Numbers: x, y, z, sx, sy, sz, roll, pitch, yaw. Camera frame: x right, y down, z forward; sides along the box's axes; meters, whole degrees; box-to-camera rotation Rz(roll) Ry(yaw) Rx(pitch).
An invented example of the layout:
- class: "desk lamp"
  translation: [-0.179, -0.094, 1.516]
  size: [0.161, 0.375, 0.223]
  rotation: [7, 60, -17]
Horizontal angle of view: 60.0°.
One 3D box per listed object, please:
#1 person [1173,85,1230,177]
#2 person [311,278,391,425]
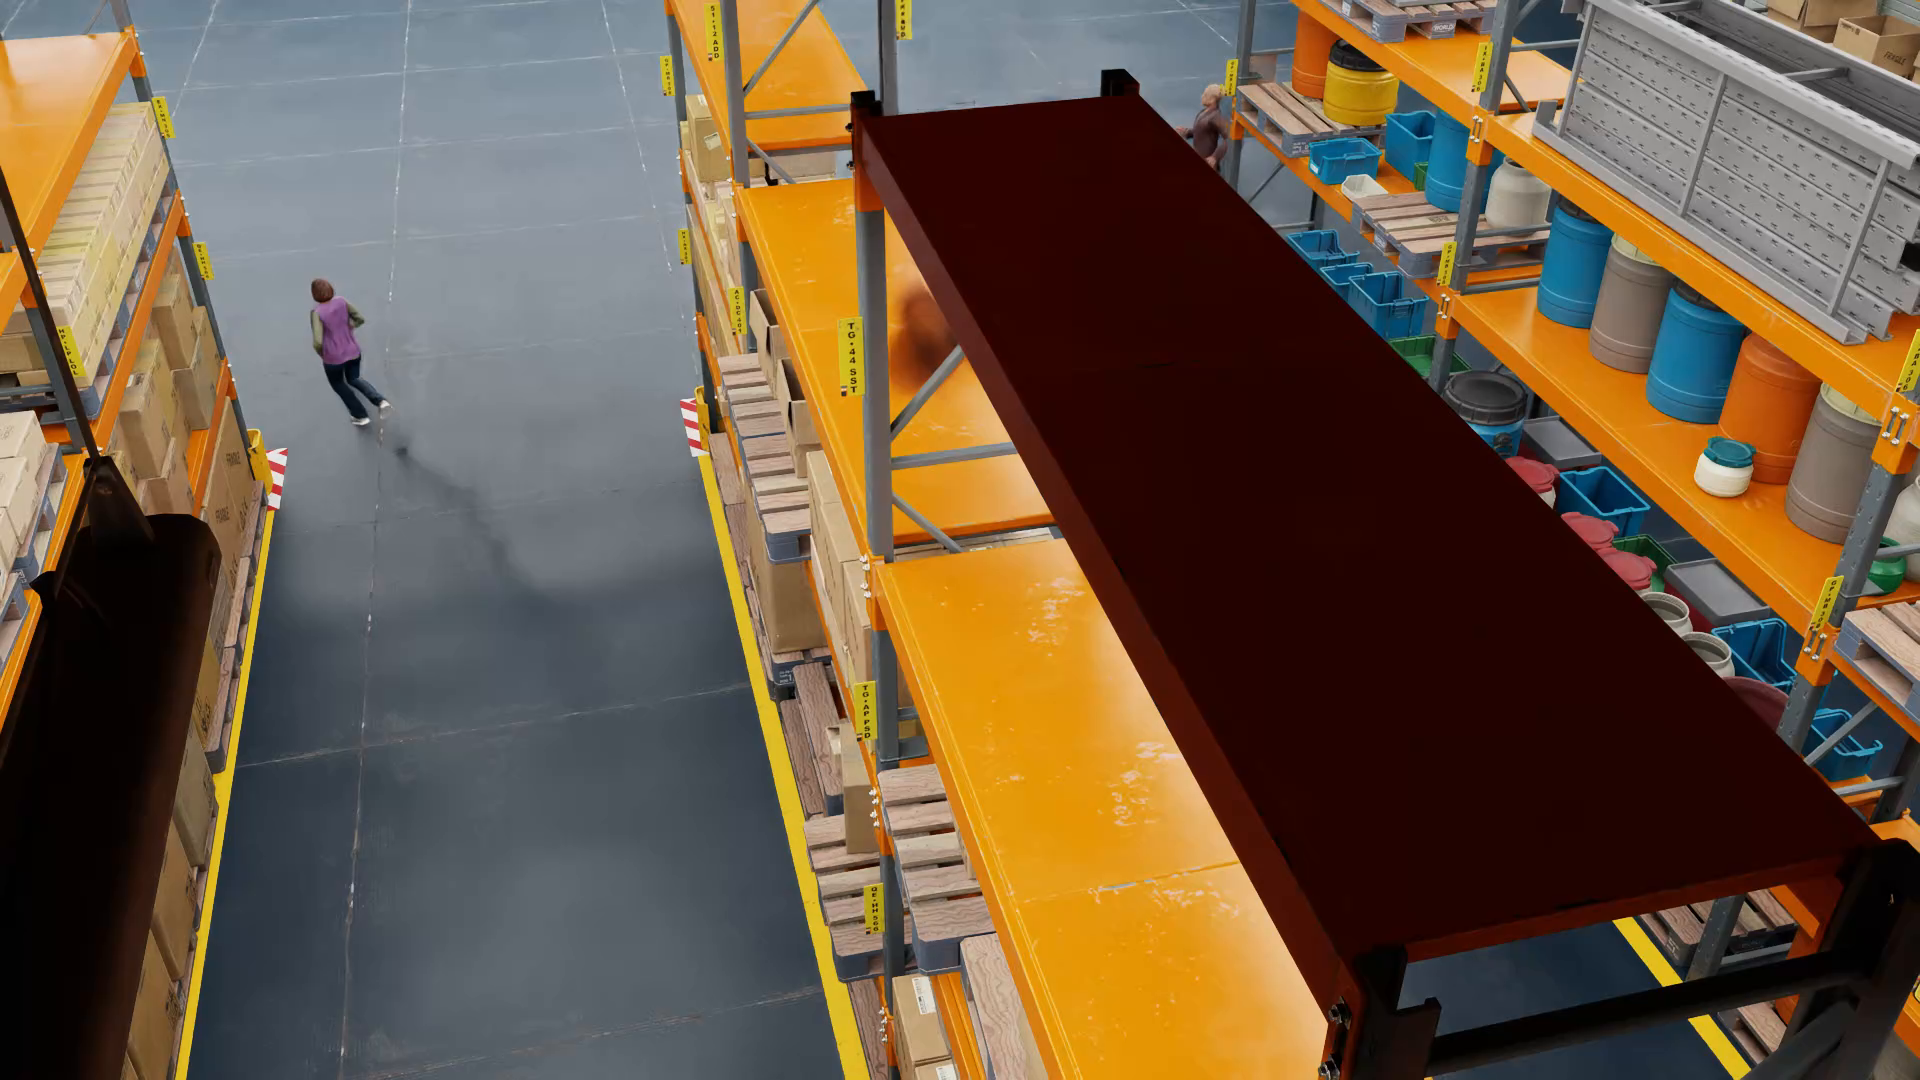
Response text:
- class: "person"
  translation: [2.759, -4.199, 18.654]
  size: [0.839, 1.841, 0.669]
  rotation: [6, 35, 9]
- class: "person"
  translation: [-5.603, -1.654, 15.152]
  size: [0.616, 1.567, 0.561]
  rotation: [23, 40, 29]
